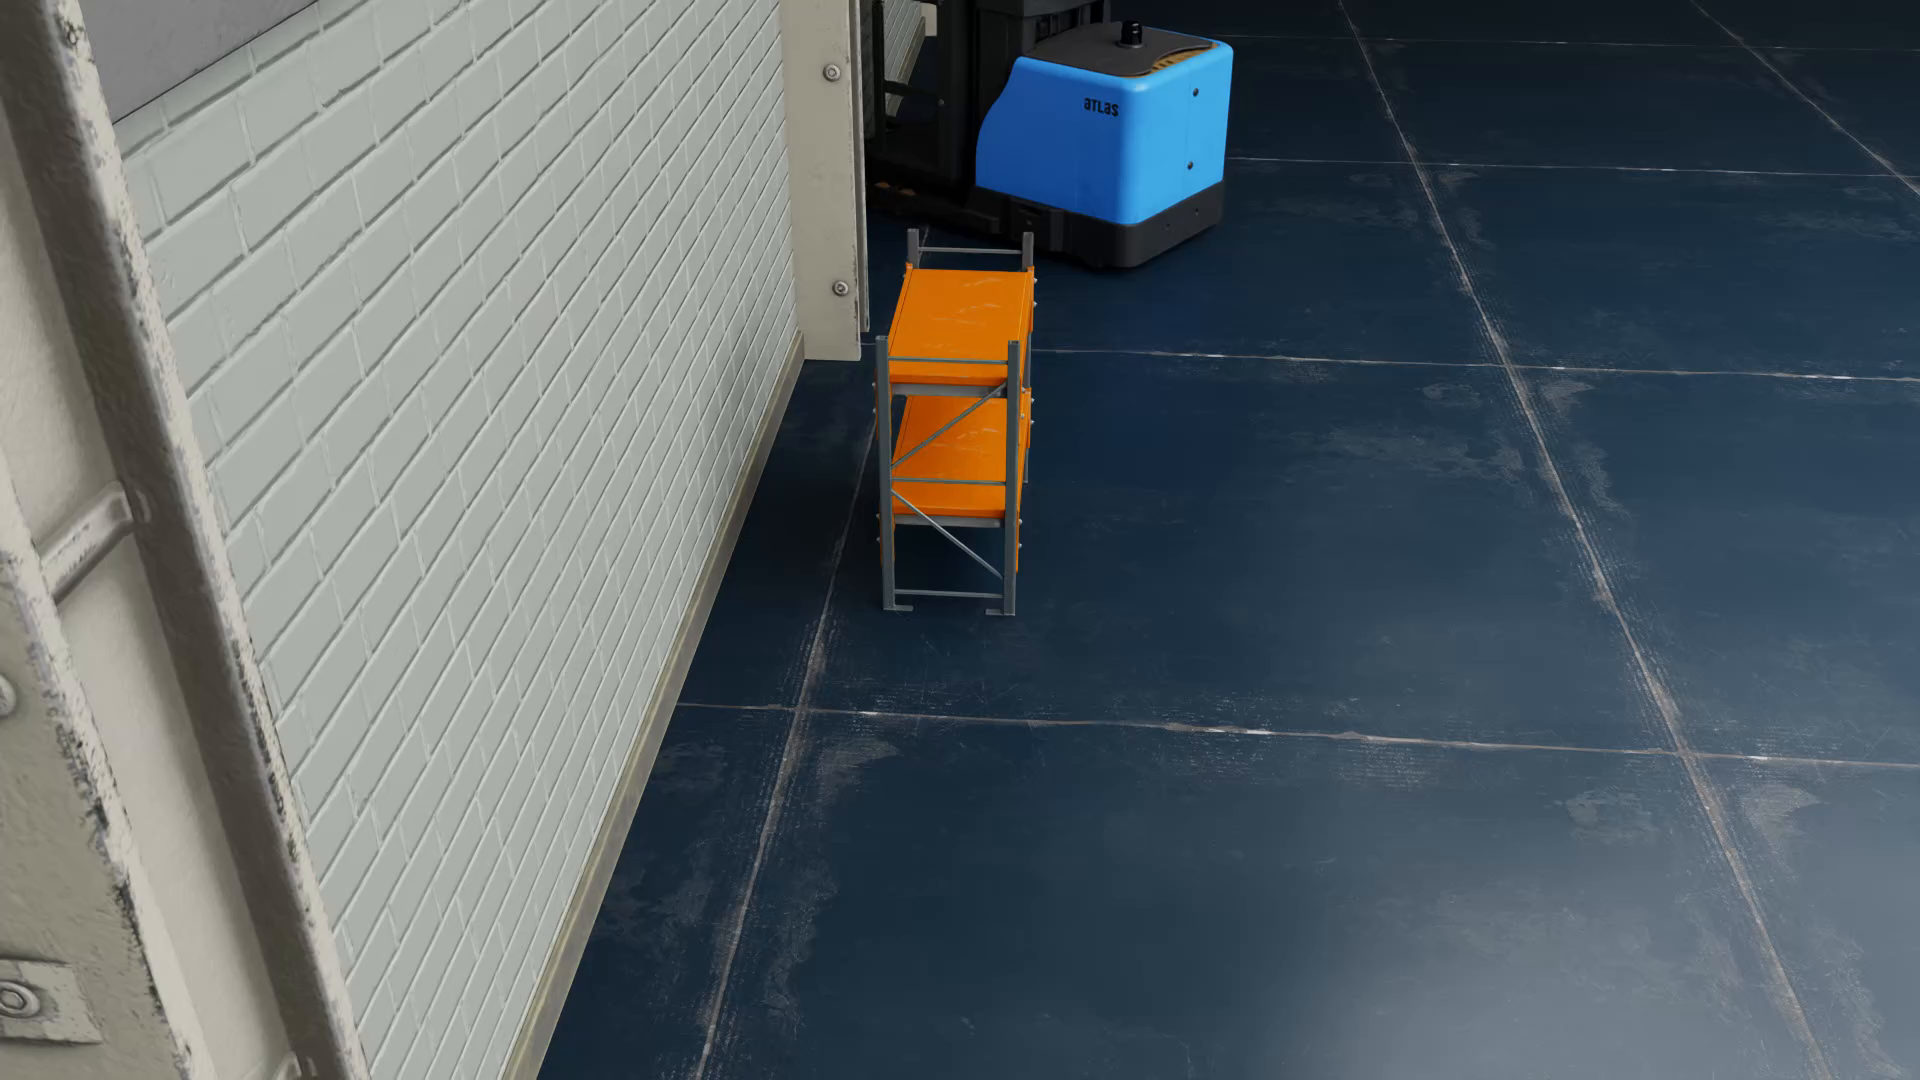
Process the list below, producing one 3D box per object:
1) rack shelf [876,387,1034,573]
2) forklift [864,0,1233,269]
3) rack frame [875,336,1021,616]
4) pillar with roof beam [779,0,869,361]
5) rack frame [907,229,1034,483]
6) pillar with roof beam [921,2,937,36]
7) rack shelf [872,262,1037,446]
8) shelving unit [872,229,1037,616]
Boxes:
[{"bbox_3d":[-0.001,-0.267,6.577,0.538,0.278,1.000,2,32,4],"label":"rack shelf"},{"bbox_3d":[0.052,-3.348,9.389,3.031,2.935,1.130,23,38,32],"label":"forklift"},{"bbox_3d":[-0.042,-0.210,6.018,0.500,1.125,0.032,2,32,4],"label":"rack frame"},{"bbox_3d":[3.658,-4.638,5.699,9.100,9.000,0.400,2,32,4],"label":"pillar with roof beam"},{"bbox_3d":[0.041,-0.741,6.880,0.500,1.125,0.032,2,32,4],"label":"rack frame"},{"bbox_3d":[4.146,-7.776,10.790,9.100,9.000,0.400,2,32,4],"label":"pillar with roof beam"},{"bbox_3d":[-0.001,-0.725,6.296,0.538,0.278,1.000,2,32,4],"label":"rack shelf"},{"bbox_3d":[-0.001,-0.475,6.449,0.538,1.125,1.048,2,32,4],"label":"shelving unit"}]
